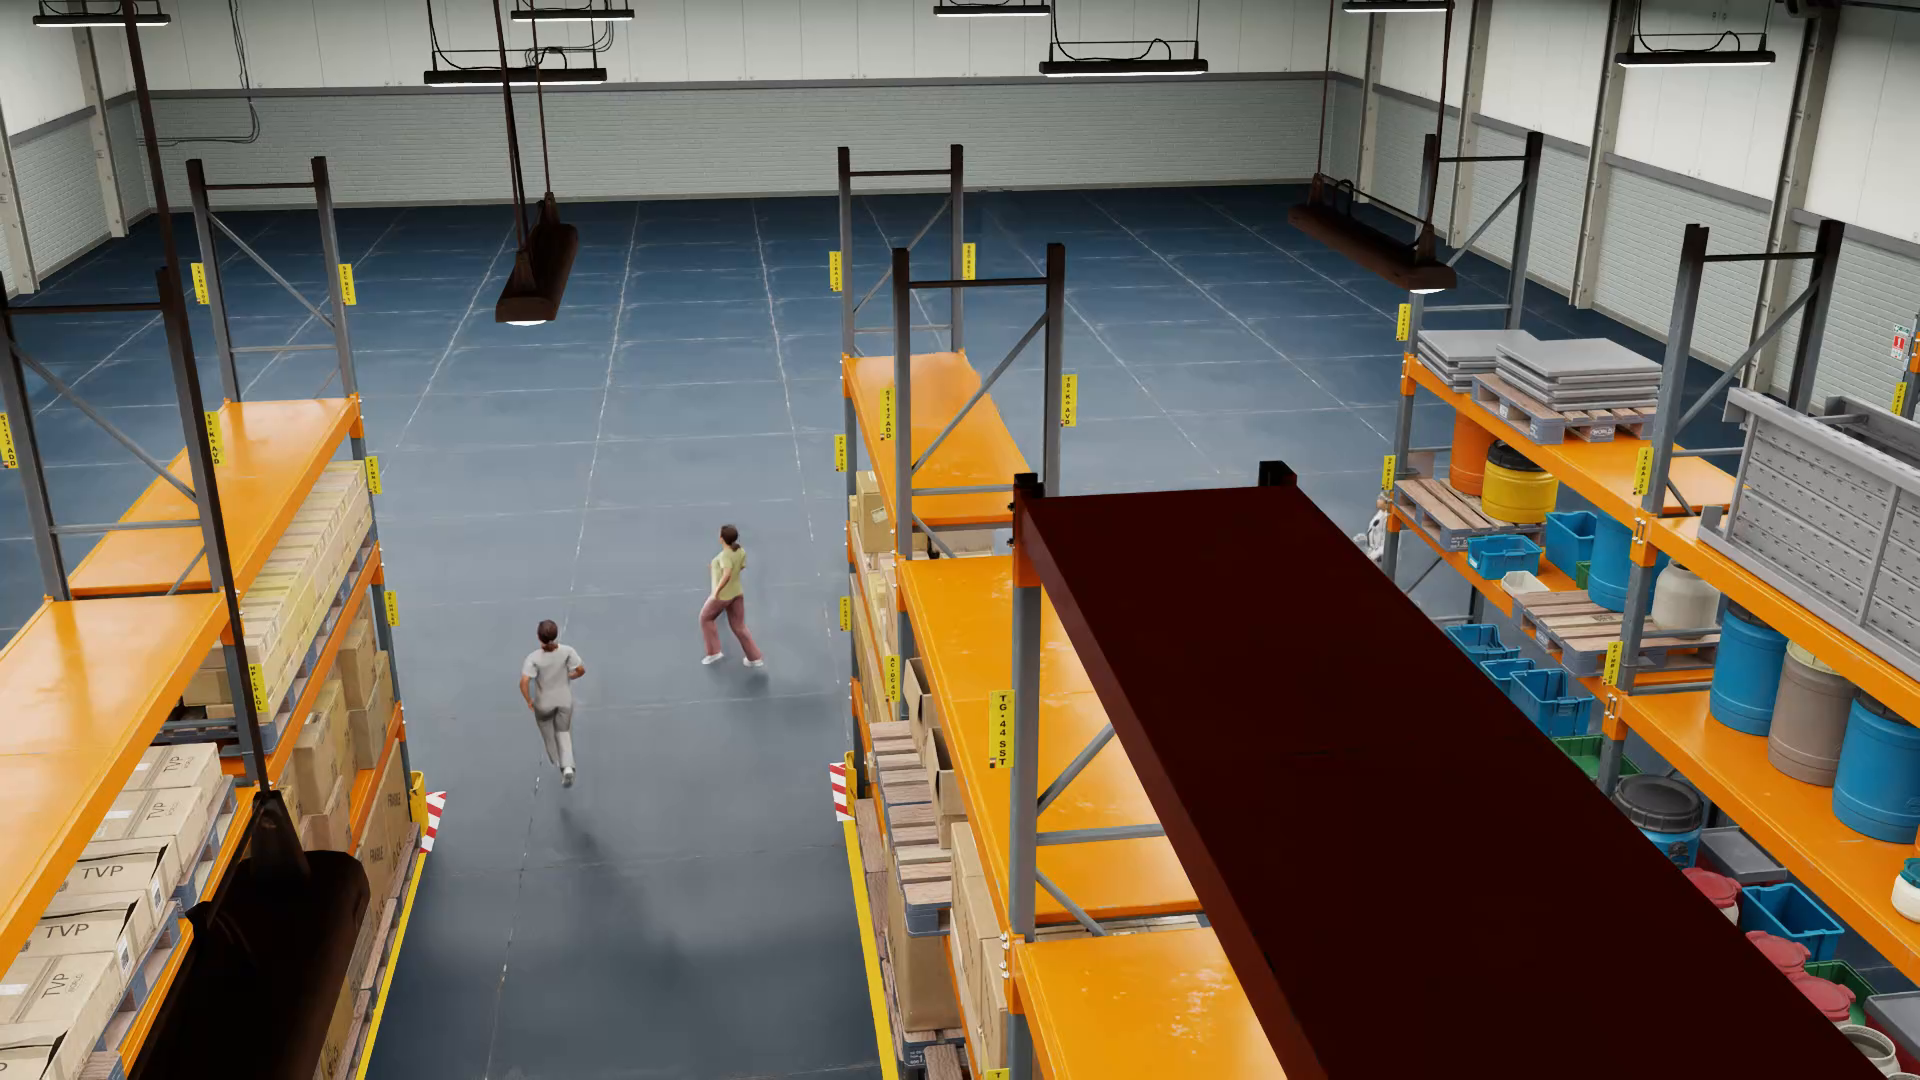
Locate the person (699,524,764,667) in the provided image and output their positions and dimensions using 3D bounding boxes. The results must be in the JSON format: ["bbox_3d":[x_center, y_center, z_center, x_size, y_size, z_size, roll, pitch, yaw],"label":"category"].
[{"bbox_3d":[-2.477,0.635,17.815,0.795,1.694,0.577,15,26,33],"label":"person"}]

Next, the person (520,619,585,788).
[{"bbox_3d":[-3.690,1.472,15.123,0.600,1.612,0.694,-9,23,-22],"label":"person"}]

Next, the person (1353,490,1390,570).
[{"bbox_3d":[4.738,0.176,18.949,0.540,1.651,0.609,5,22,13],"label":"person"}]
